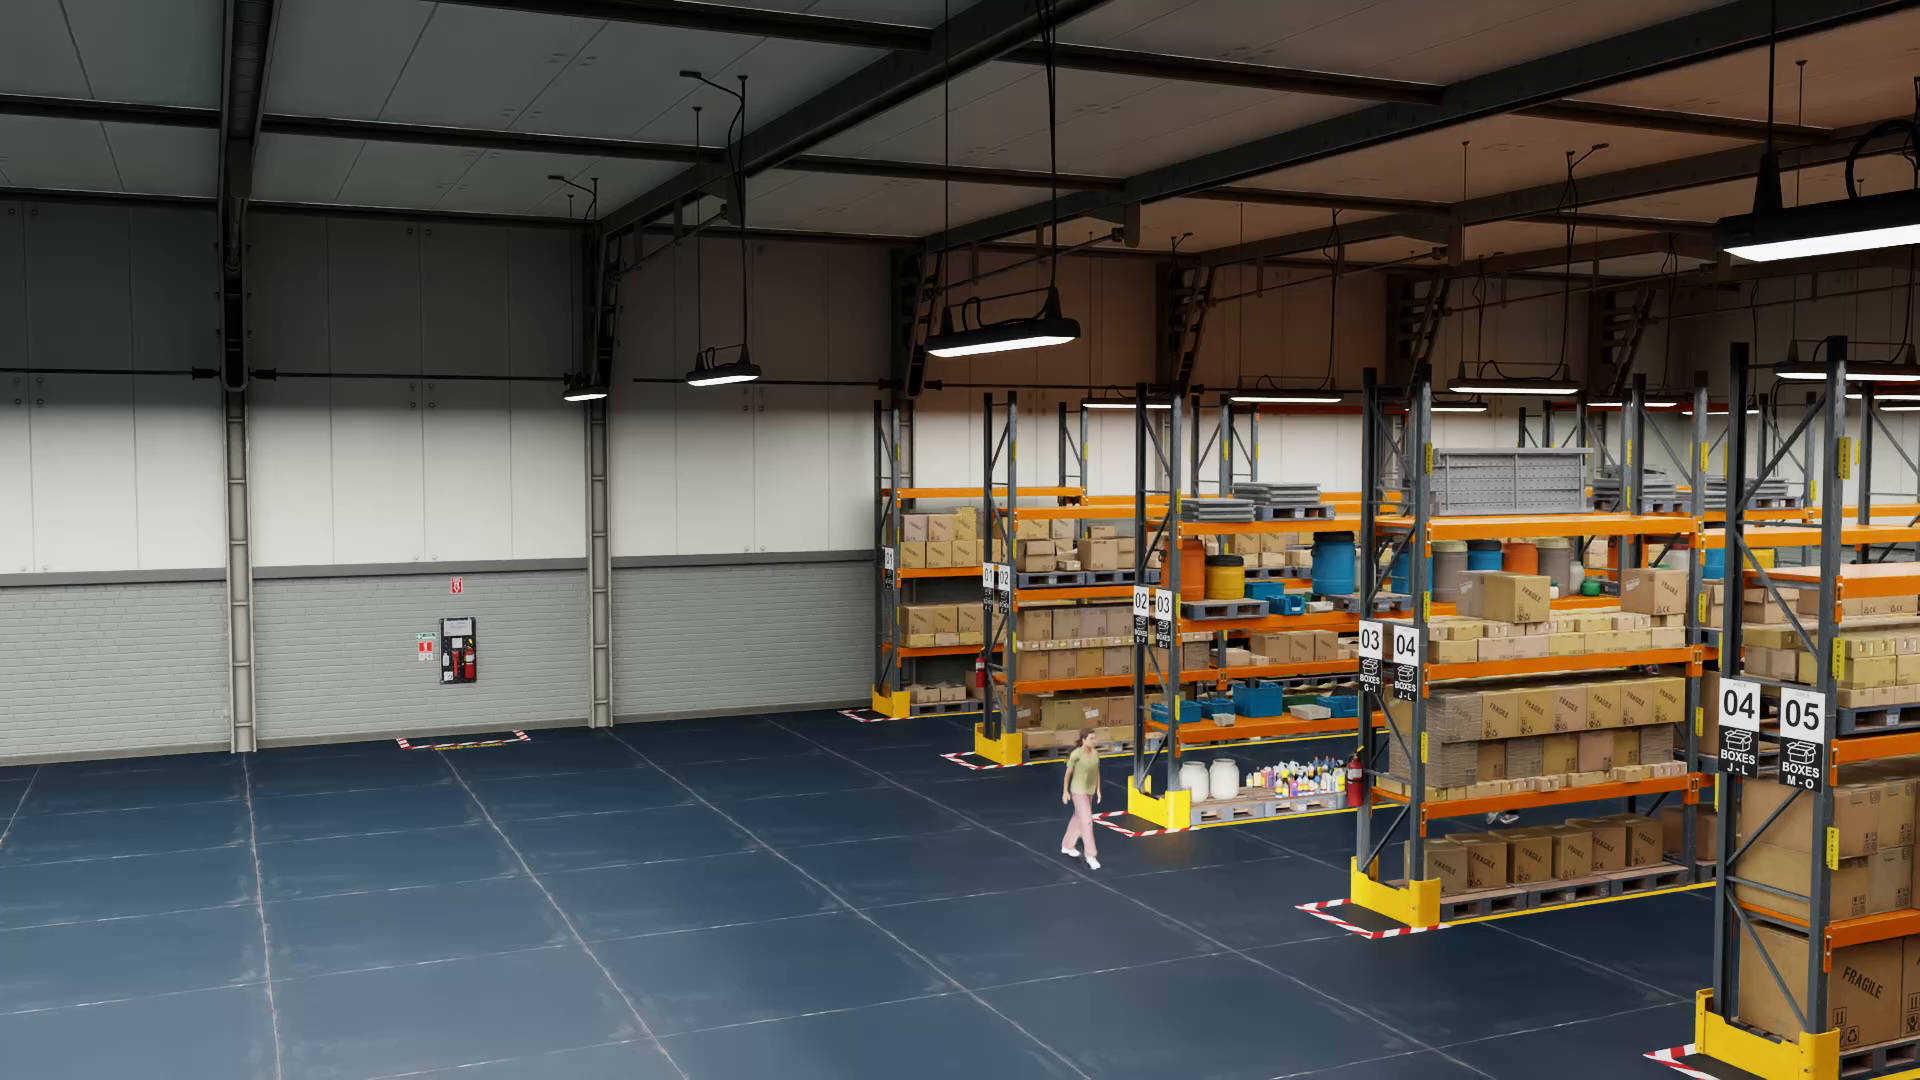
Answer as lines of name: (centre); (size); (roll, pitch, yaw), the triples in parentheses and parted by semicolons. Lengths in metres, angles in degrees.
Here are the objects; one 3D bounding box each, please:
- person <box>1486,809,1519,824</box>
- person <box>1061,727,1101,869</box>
person: (7.216, 3.138, 22.443); (0.785, 1.401, 0.597); (-1, 3, -13)
person: (1.553, 3.137, 20.534); (0.819, 1.650, 0.502); (3, 5, 44)
